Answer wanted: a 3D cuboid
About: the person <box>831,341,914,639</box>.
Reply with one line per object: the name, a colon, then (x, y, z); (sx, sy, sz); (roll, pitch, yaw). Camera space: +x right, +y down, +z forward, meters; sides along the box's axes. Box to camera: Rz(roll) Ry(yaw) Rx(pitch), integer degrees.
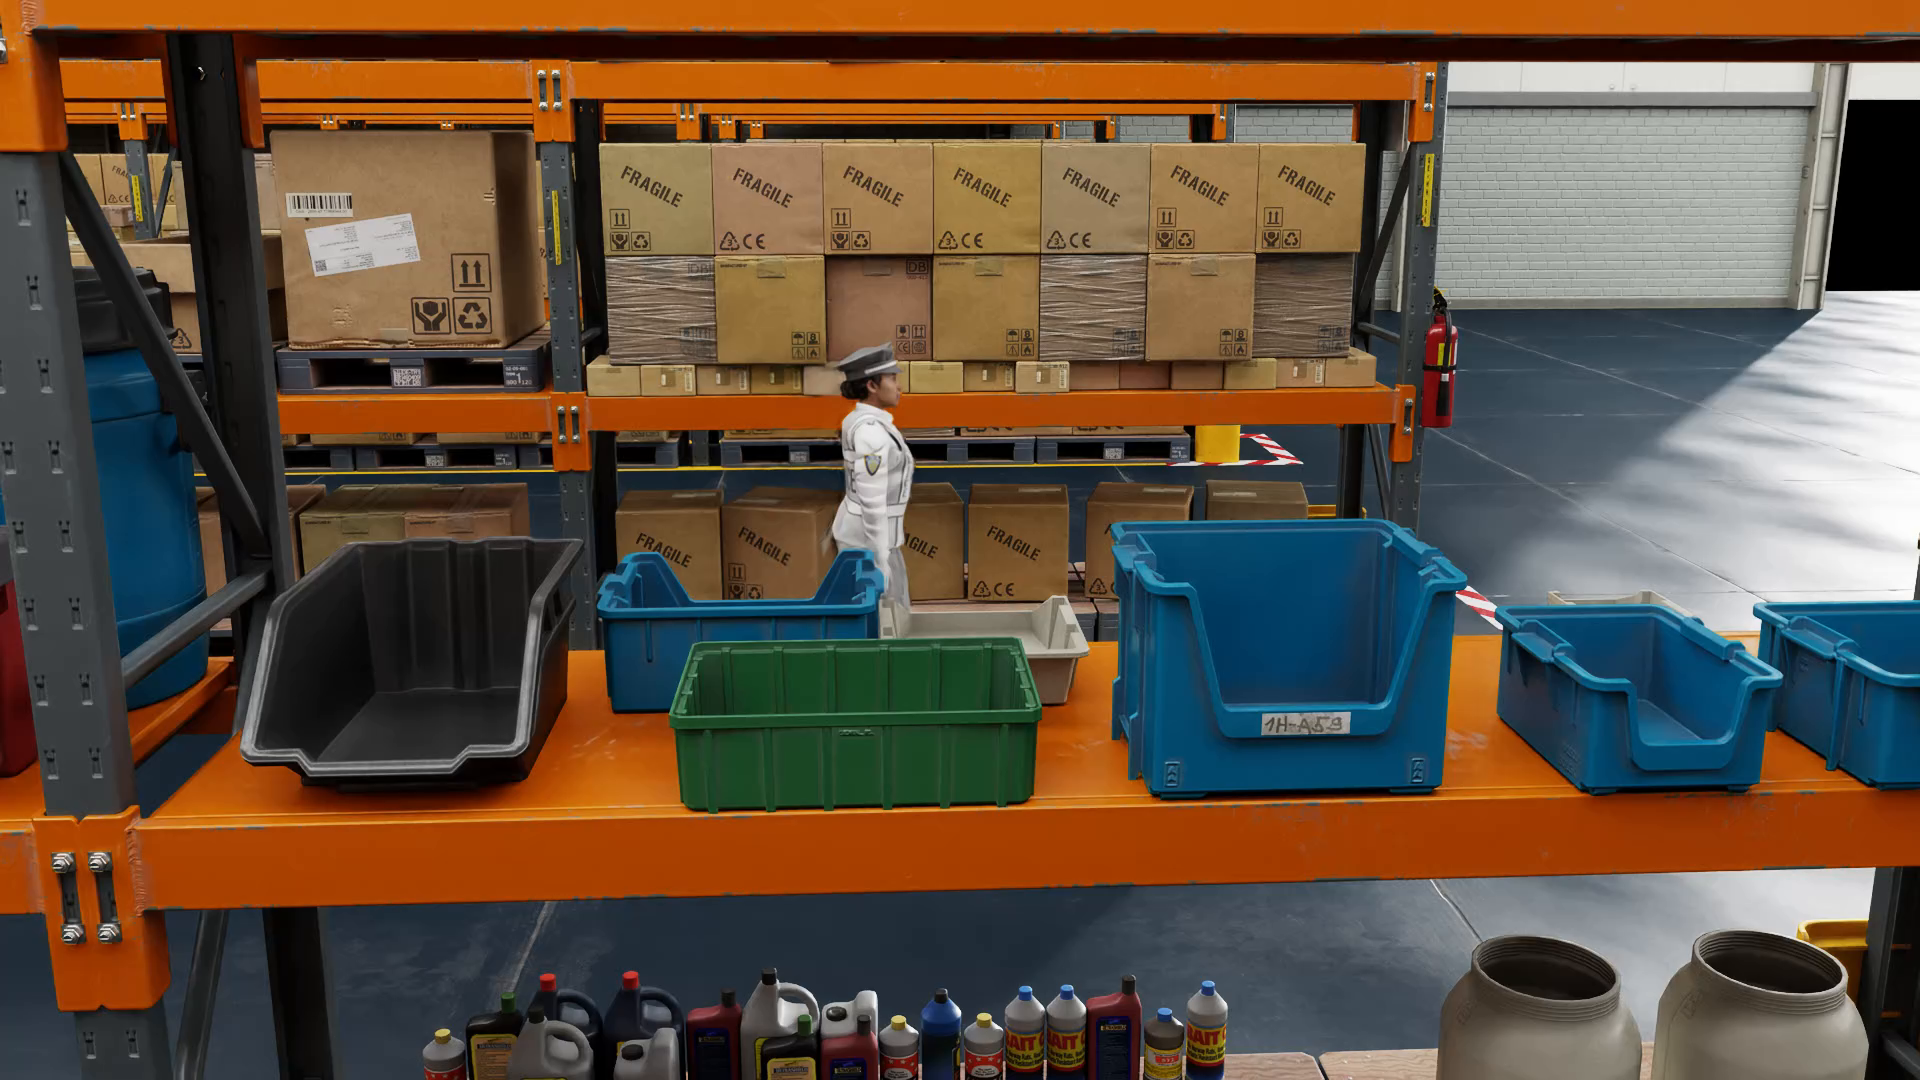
person: (-0.425, 0.028, 6.759); (0.732, 1.662, 0.495); (-2, 14, -8)
